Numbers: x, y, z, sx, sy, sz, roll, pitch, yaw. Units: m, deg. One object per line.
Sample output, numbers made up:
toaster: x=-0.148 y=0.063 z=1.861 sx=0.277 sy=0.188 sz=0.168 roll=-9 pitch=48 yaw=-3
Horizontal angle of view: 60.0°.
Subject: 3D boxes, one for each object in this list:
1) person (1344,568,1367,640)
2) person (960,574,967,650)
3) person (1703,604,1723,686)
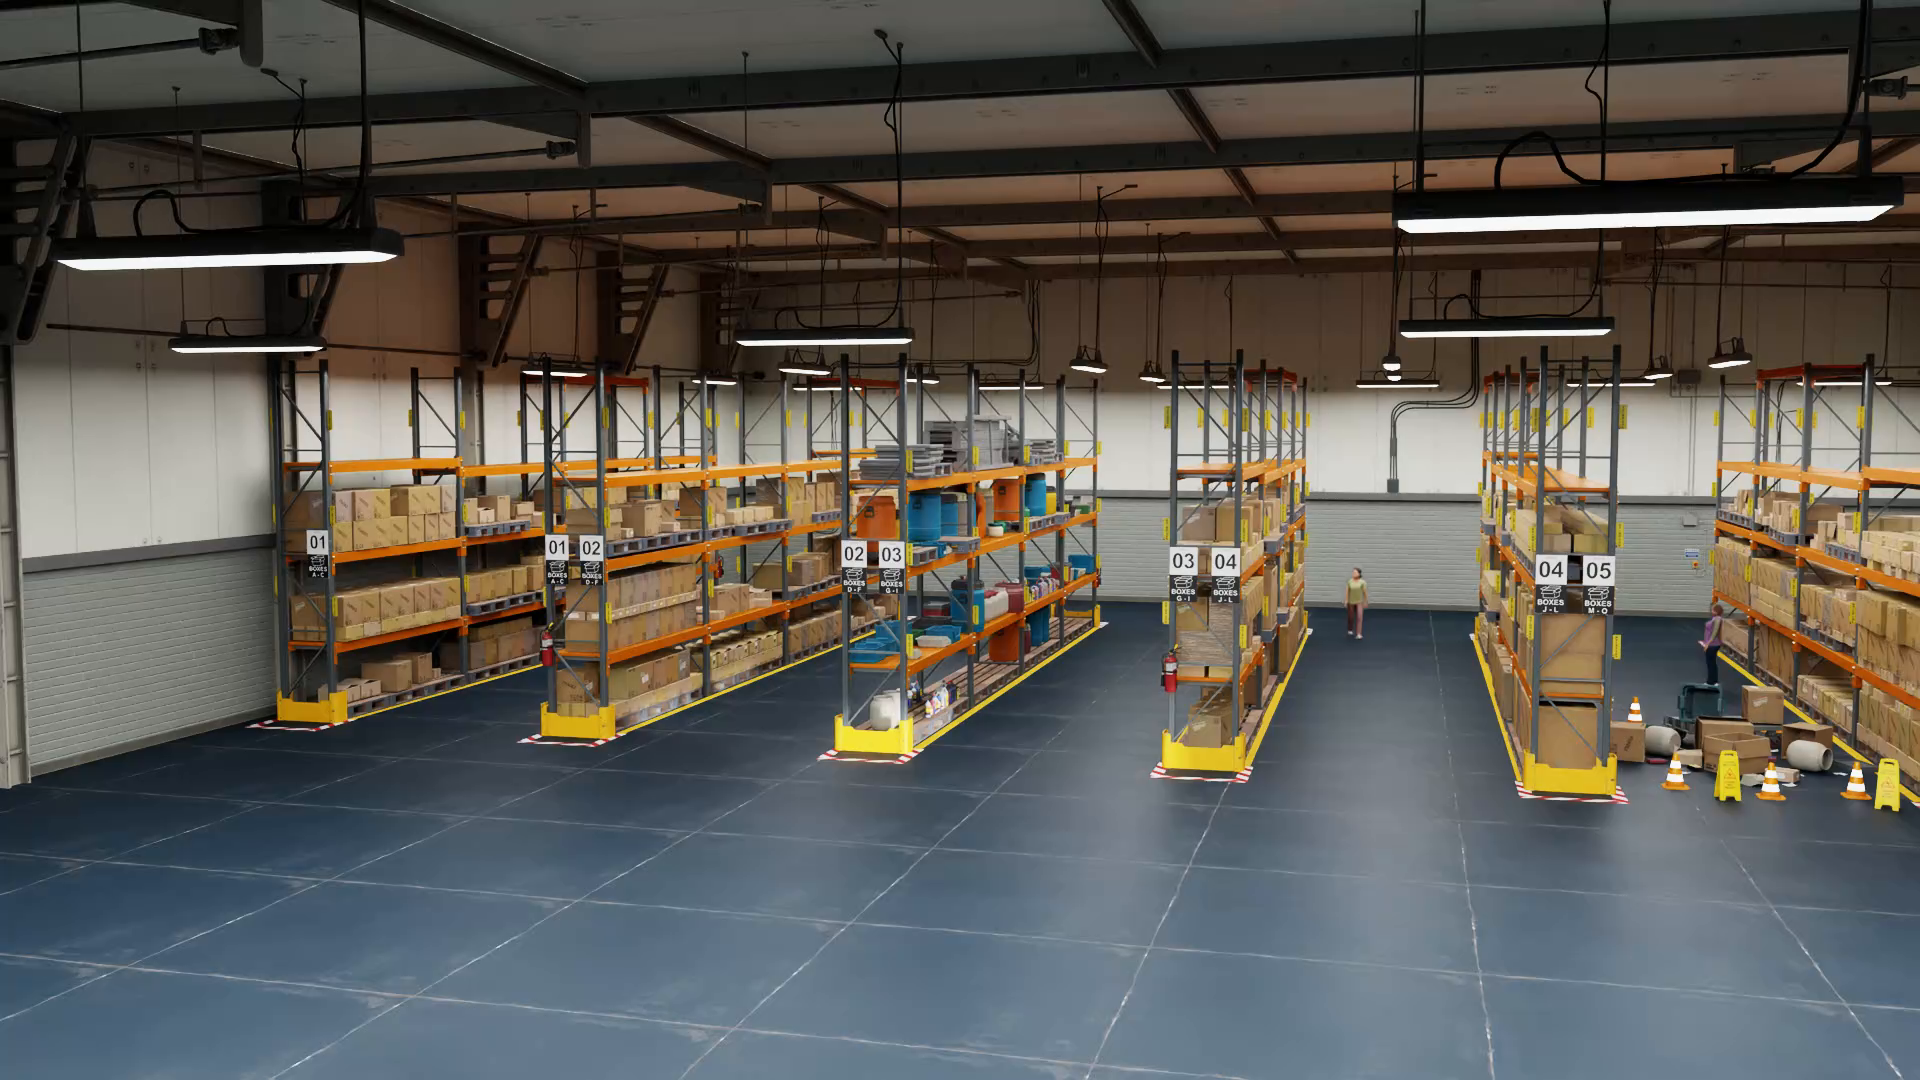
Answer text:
person: x=9.080 y=1.446 z=38.150 sx=0.530 sy=1.624 sz=0.990 roll=1 pitch=4 yaw=7
person: x=0.135 y=1.572 z=36.419 sx=0.508 sy=1.655 sz=0.503 roll=2 pitch=5 yaw=28
person: x=13.983 y=1.988 z=30.955 sx=0.378 sy=1.624 sz=0.487 roll=3 pitch=5 yaw=38
